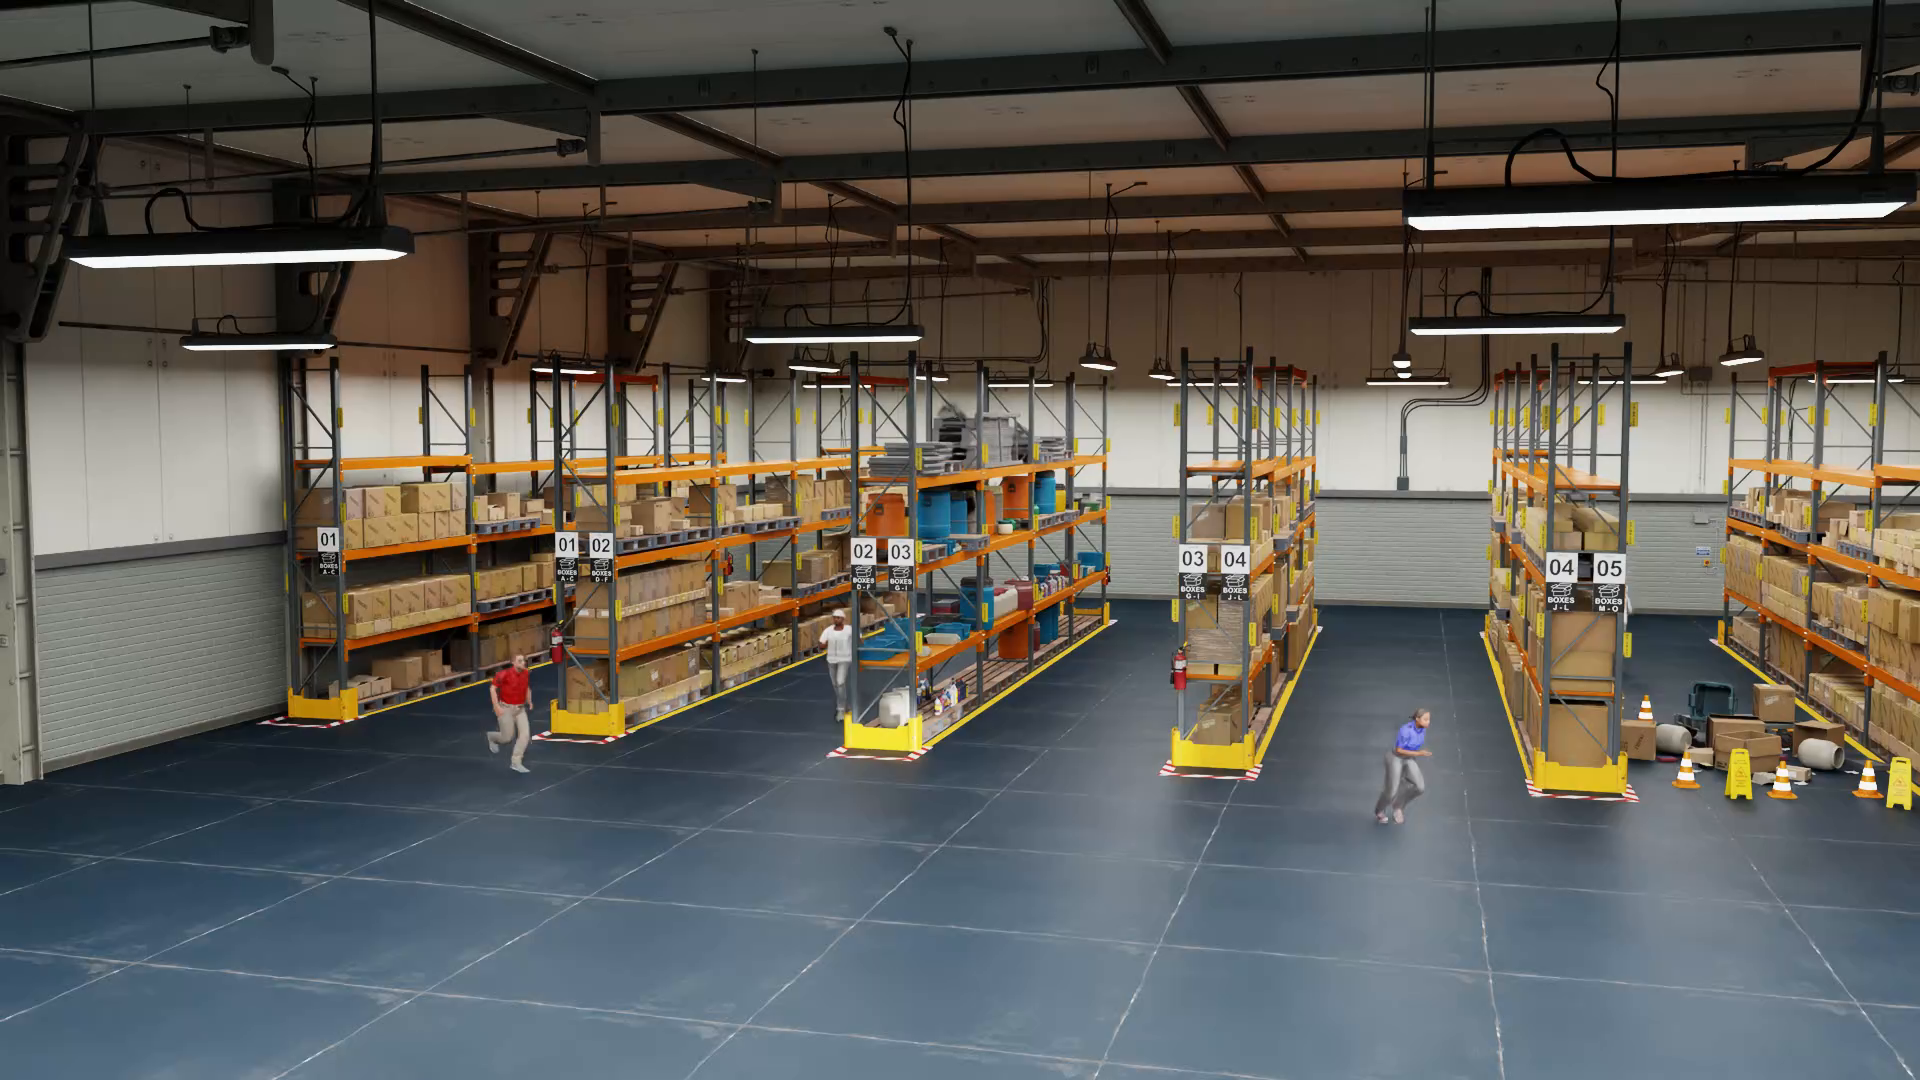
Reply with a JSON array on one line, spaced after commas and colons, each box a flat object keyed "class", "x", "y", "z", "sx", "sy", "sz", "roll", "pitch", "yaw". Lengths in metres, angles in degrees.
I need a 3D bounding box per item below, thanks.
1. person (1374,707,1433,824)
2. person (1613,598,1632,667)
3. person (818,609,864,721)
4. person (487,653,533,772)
[{"class": "person", "x": 5.473, "y": 2.749, "z": 20.375, "sx": 0.608, "sy": 1.497, "sz": 0.910, "roll": -3, "pitch": 5, "yaw": -34}, {"class": "person", "x": 13.178, "y": 1.698, "z": 33.472, "sx": 0.646, "sy": 1.719, "sz": 0.746, "roll": 1, "pitch": 4, "yaw": 17}, {"class": "person", "x": -2.021, "y": 2.065, "z": 27.873, "sx": 0.695, "sy": 1.819, "sz": 0.801, "roll": 2, "pitch": 4, "yaw": 20}, {"class": "person", "x": -6.425, "y": 2.450, "z": 23.720, "sx": 0.789, "sy": 1.709, "sz": 0.683, "roll": 3, "pitch": 5, "yaw": 37}]
